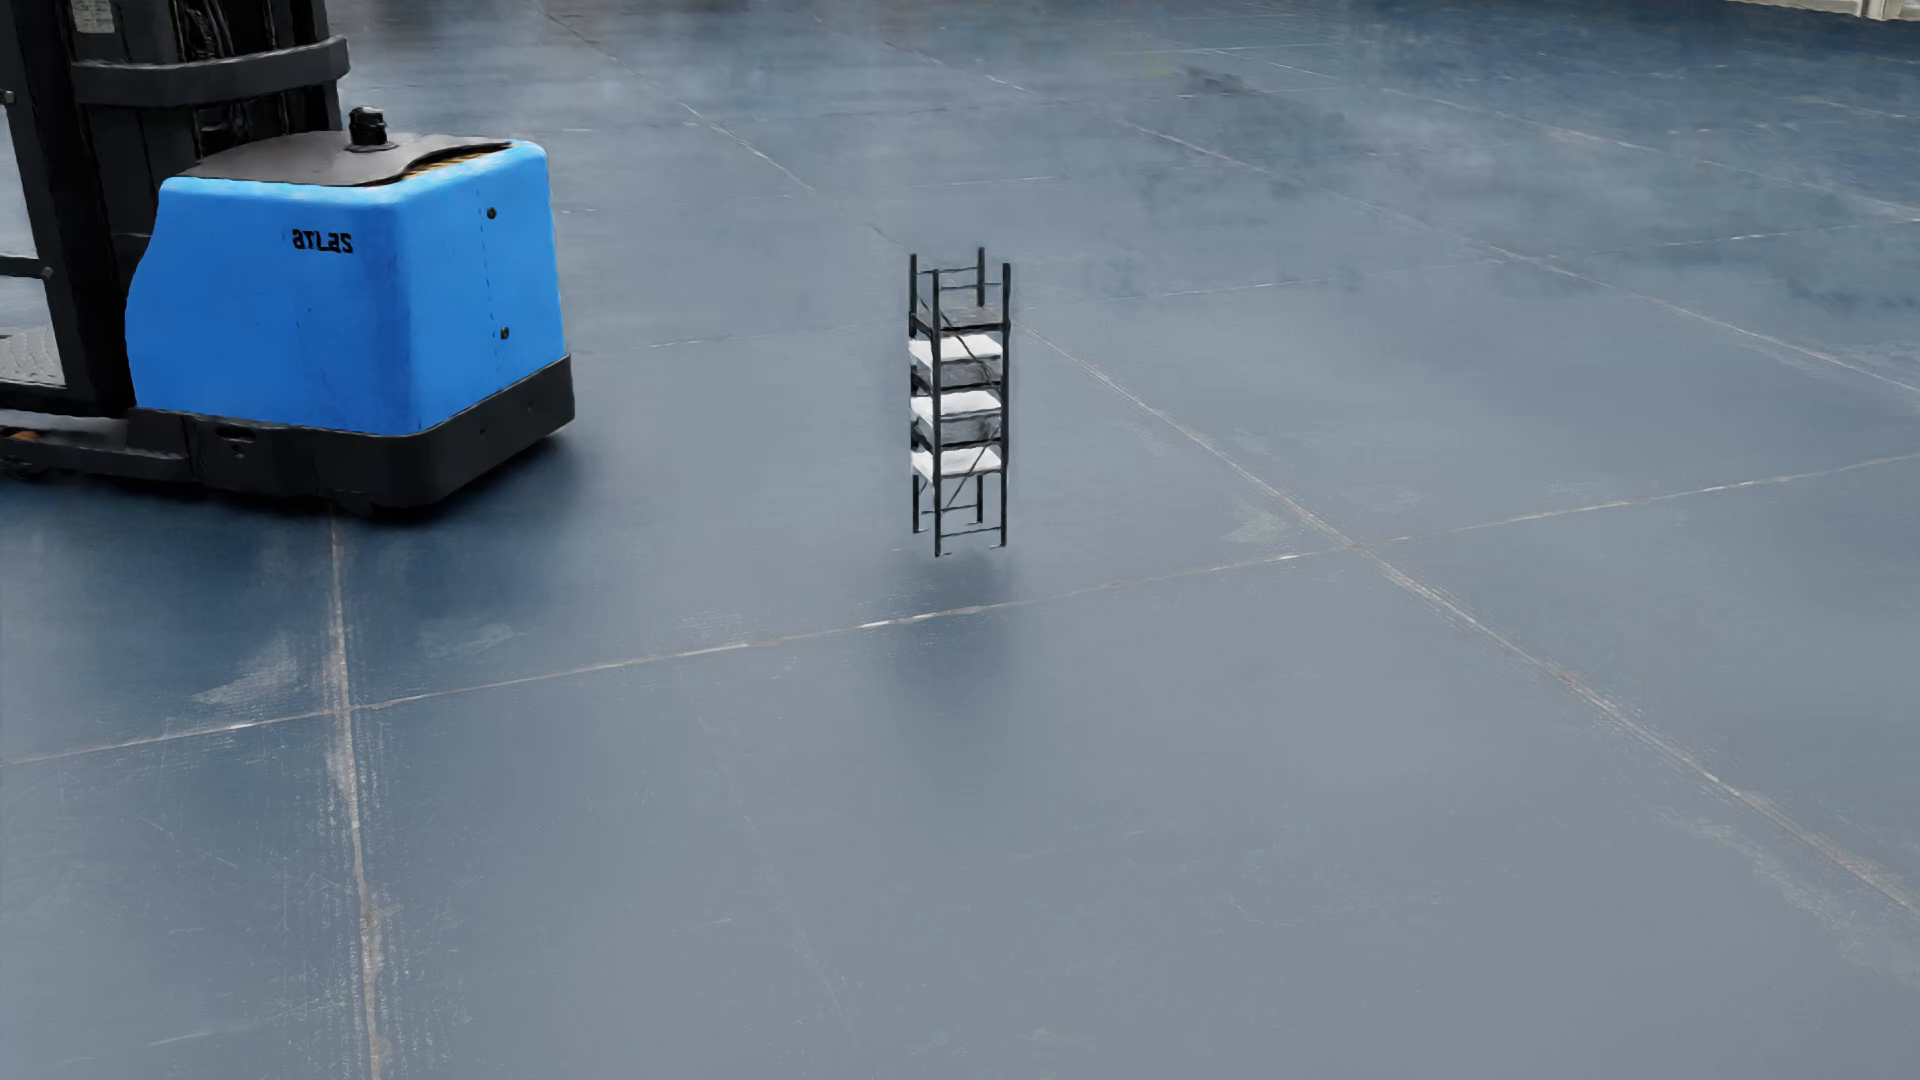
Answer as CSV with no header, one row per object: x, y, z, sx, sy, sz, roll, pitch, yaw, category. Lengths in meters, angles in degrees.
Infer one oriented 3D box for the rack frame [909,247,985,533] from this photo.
-0.039,-0.455,5.170,0.240,0.900,0.006,-8,24,-19,rack frame

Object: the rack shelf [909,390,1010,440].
-0.003,-0.387,5.095,0.258,0.077,0.200,-8,24,-19,rack shelf

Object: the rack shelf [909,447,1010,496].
-0.003,-0.221,5.165,0.258,0.077,0.200,-8,24,-19,rack shelf

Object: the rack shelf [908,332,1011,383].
-0.003,-0.553,5.025,0.258,0.077,0.200,-8,24,-19,rack shelf

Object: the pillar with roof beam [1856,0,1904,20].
7.308,-9.999,17.388,9.100,9.000,0.400,-8,24,-19,pillar with roof beam

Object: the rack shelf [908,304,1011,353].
-0.003,-0.636,4.990,0.258,0.077,0.200,-8,24,-19,rack shelf

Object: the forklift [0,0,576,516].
-2.995,-1.746,5.620,3.031,2.935,1.130,7,24,16,forklift

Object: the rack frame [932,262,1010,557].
0.033,-0.381,4.995,0.240,0.900,0.006,-8,24,-19,rack frame

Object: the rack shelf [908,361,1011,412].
-0.003,-0.470,5.060,0.258,0.077,0.200,-8,24,-19,rack shelf

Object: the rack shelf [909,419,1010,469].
-0.003,-0.304,5.130,0.258,0.077,0.200,-8,24,-19,rack shelf

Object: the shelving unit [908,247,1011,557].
-0.003,-0.418,5.082,0.258,0.900,0.210,-8,24,-19,shelving unit
